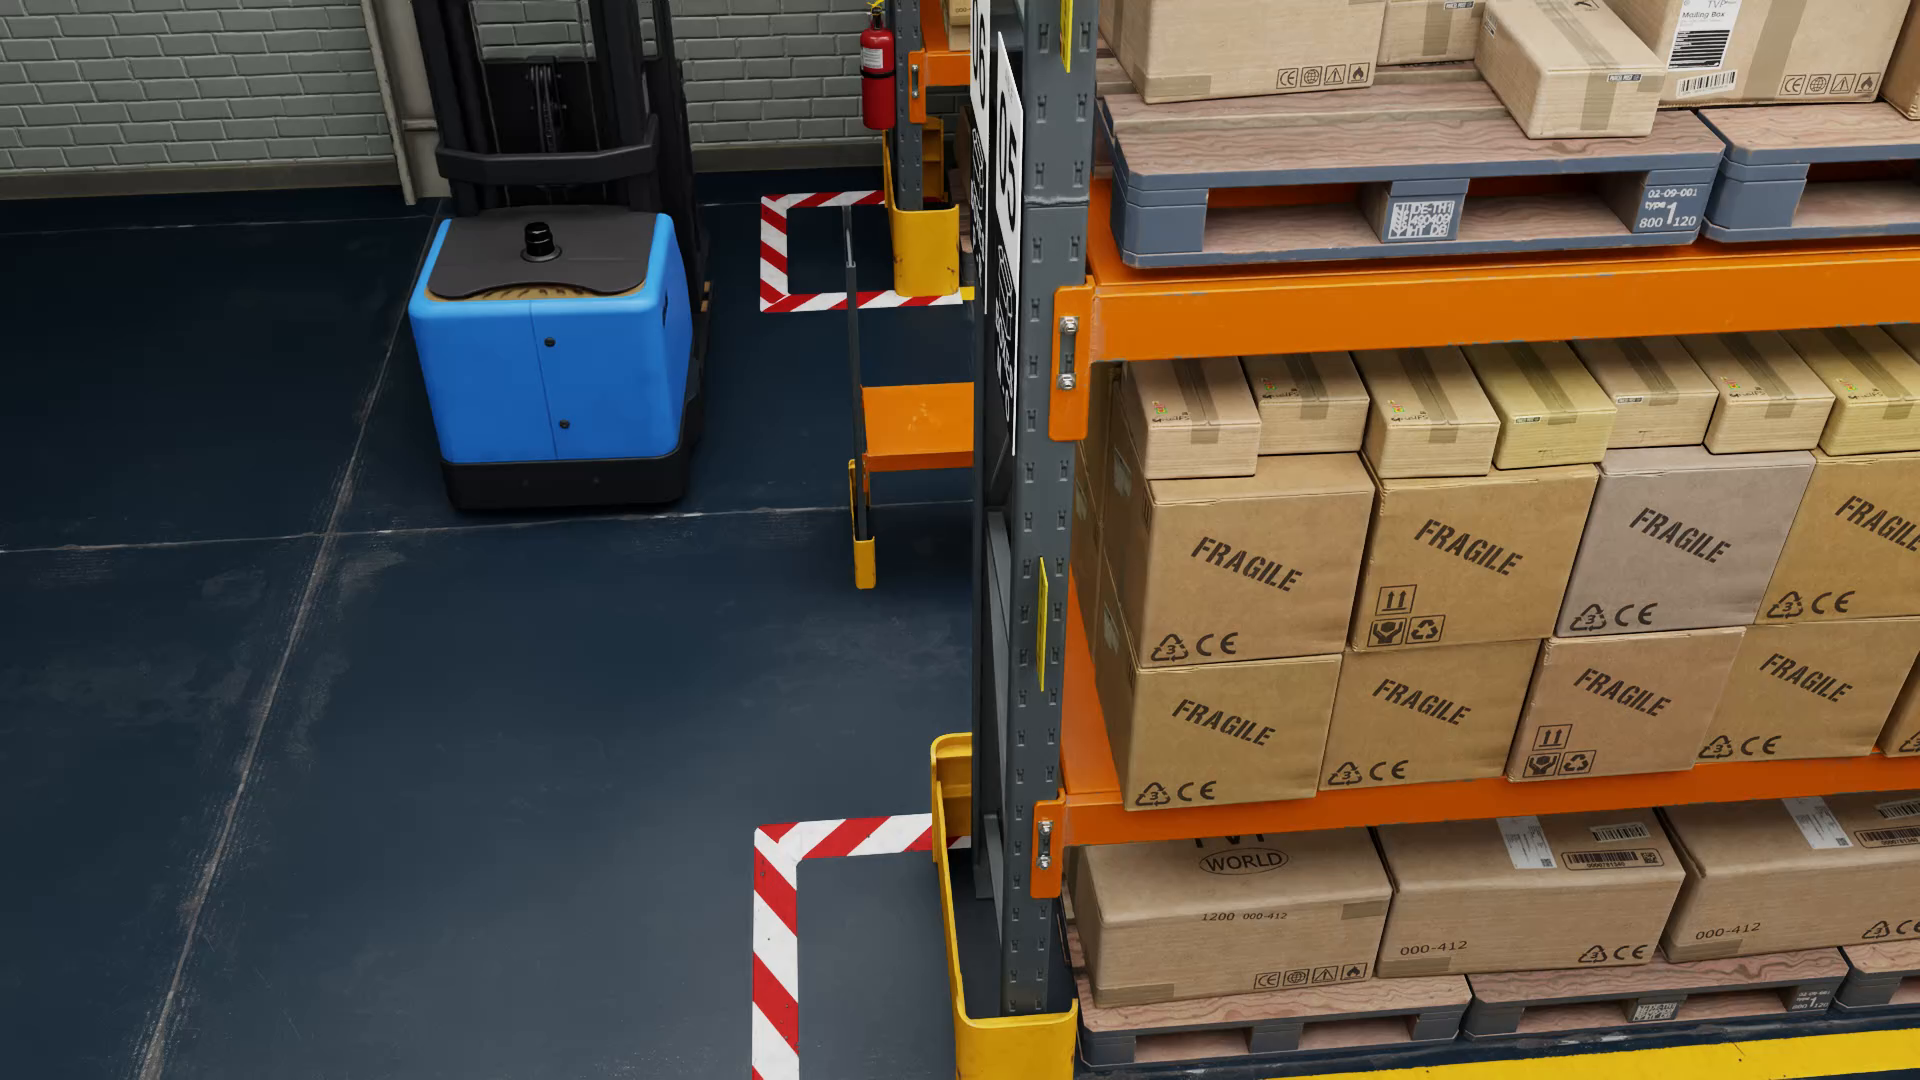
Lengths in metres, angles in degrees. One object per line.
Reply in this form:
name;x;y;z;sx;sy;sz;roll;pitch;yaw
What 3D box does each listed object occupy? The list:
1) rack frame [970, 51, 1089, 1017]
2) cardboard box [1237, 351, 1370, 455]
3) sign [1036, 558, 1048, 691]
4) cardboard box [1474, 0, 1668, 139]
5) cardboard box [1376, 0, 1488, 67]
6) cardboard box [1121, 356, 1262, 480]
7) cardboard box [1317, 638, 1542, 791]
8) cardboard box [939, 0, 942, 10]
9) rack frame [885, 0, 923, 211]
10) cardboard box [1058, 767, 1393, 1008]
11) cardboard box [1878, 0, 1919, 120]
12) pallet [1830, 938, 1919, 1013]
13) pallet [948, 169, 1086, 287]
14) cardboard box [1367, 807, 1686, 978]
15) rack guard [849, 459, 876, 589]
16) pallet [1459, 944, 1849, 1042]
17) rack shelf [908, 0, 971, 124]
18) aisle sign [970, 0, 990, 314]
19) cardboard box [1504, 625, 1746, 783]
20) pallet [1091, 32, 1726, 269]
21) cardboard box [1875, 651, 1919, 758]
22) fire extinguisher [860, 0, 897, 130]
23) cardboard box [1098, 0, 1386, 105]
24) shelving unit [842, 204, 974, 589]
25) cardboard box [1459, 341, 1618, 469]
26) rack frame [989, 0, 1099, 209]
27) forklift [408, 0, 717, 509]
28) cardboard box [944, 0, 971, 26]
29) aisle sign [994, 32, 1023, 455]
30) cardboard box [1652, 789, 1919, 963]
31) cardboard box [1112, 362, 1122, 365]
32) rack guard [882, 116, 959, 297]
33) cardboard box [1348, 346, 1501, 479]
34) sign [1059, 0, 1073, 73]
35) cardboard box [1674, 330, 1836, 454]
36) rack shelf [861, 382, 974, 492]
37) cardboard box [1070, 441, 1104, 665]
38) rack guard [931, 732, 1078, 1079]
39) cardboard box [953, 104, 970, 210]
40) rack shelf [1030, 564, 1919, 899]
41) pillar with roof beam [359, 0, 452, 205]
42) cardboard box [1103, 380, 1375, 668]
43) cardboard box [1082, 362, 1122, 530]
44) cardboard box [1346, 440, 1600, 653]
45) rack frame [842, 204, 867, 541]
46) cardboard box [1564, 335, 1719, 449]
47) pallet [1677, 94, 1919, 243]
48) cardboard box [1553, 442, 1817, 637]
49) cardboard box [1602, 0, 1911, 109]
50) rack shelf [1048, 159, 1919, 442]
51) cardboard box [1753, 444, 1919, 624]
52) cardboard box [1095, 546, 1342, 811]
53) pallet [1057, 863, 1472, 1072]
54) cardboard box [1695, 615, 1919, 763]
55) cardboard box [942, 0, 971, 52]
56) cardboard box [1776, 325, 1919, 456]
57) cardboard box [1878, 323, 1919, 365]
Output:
rack frame;0.144;0.224;4.544;0.127;3.000;1.000;-3;38;-4
cardboard box;0.777;-0.369;3.885;0.250;0.149;0.380;-2;38;-3
sign;0.188;0.196;3.817;0.005;0.325;0.100;-3;38;-4
cardboard box;1.249;-0.977;3.428;0.250;0.149;0.380;-2;38;-2
cardboard box;0.995;-1.211;3.725;0.250;0.149;0.380;-6;39;-7
cardboard box;0.523;-0.311;3.811;0.250;0.149;0.380;-2;38;-3
cardboard box;1.149;0.291;4.379;0.500;0.500;0.500;-4;38;-5
cardboard box;0.007;-2.923;8.736;0.250;0.149;0.380;-4;38;-4
rack frame;-0.299;-2.838;8.425;0.127;3.000;1.000;-3;38;-4
cardboard box;0.793;0.967;5.332;0.875;0.438;0.875;-4;38;-6
cardboard box;2.166;-1.215;3.446;0.500;0.500;0.500;-3;38;-3
pallet;3.364;1.093;5.694;1.213;0.211;1.003;-3;38;-4
pallet;0.571;-1.792;9.351;1.213;0.211;1.003;-3;38;-4
cardboard box;1.704;0.912;5.402;0.875;0.438;0.875;-2;38;-3
rack guard;-0.420;-0.075;7.143;0.087;0.250;0.587;-3;38;-4
pallet;2.146;1.162;5.607;1.213;0.211;1.003;-3;38;-4
rack shelf;1.693;-2.665;8.787;4.000;0.370;1.077;-3;38;-4
aisle sign;0.045;-0.984;3.976;0.004;0.787;0.394;-3;38;-4
cardboard box;1.658;0.274;4.400;0.500;0.500;0.500;-3;38;-4
pallet;0.882;-0.966;3.702;1.213;0.211;1.003;-3;38;-4
cardboard box;2.678;0.217;4.473;0.500;0.500;0.500;-4;38;-5
fire extinguisher;-0.405;-2.368;8.193;0.183;0.674;0.296;-3;38;-4
cardboard box;0.585;-1.179;3.602;0.500;0.250;0.500;-6;39;-8
shelving unit;0.076;-0.593;6.791;1.083;1.500;0.587;-3;38;-4
cardboard box;1.307;-0.338;3.845;0.250;0.149;0.380;-4;38;-5
rack frame;0.144;-2.131;2.686;0.127;3.000;1.000;-3;38;-4
forklift;-1.826;-2.179;7.646;1.130;2.935;3.031;-2;38;-3
cardboard box;0.177;-2.755;8.201;0.500;0.250;0.500;-3;38;-4
aisle sign;0.098;-0.613;3.507;0.004;0.787;0.394;-3;38;-4
cardboard box;2.602;0.864;5.463;0.875;0.438;0.875;-4;38;-5
cardboard box;0.484;-0.605;4.184;0.250;0.149;0.380;-3;38;-3
rack guard;-0.223;-1.861;9.205;0.348;0.500;1.175;-3;38;-4
cardboard box;1.046;-0.313;3.813;0.250;0.149;0.380;-2;38;-3
sign;0.188;-0.985;2.885;0.005;0.325;0.100;-3;38;-4
cardboard box;1.816;-0.373;3.889;0.250;0.149;0.380;-3;38;-4
rack shelf;0.085;-0.452;6.903;1.000;0.185;0.538;-3;38;-4
cardboard box;0.601;-0.005;4.754;0.500;0.500;0.500;-3;38;-4
rack guard;0.120;1.207;5.317;0.348;0.500;1.175;-3;38;-4
cardboard box;0.319;-1.998;9.037;0.637;0.503;0.797;-5;39;-6
rack shelf;2.137;0.397;4.906;4.000;0.370;1.077;-3;38;-4
pillar with roof beam;-2.683;-2.945;3.718;0.400;9.000;9.100;-3;38;-4
cardboard box;0.648;-0.058;4.014;0.500;0.500;0.500;-4;38;-5
cardboard box;0.604;-0.381;4.423;0.500;0.500;0.500;-2;38;-2
cardboard box;1.162;-0.091;4.056;0.500;0.500;0.500;-4;38;-5
rack frame;-0.421;-0.566;6.756;0.032;1.500;0.500;-3;38;-4
cardboard box;1.564;-0.385;3.905;0.250;0.149;0.380;-3;38;-4
pallet;2.100;-1.035;3.790;1.213;0.211;1.003;-3;38;-4
cardboard box;1.674;-0.124;4.097;0.500;0.500;0.500;-3;38;-4
cardboard box;1.640;-1.174;3.547;0.500;0.311;0.500;-2;38;-3
rack shelf;2.137;-0.781;3.977;4.000;0.370;1.077;-3;38;-4
cardboard box;2.171;-0.152;4.133;0.500;0.500;0.500;-3;38;-4
cardboard box;0.648;0.336;4.322;0.500;0.500;0.500;-3;38;-4
pallet;0.934;1.227;5.525;1.213;0.211;1.003;-3;38;-4
cardboard box;2.155;0.236;4.448;0.500;0.500;0.500;-2;38;-2
cardboard box;0.053;-2.588;8.311;0.250;0.149;0.380;-3;38;-4
cardboard box;2.071;-0.370;3.886;0.250;0.149;0.380;-4;38;-5
cardboard box;2.328;-0.414;3.942;0.250;0.149;0.380;-3;38;-4
